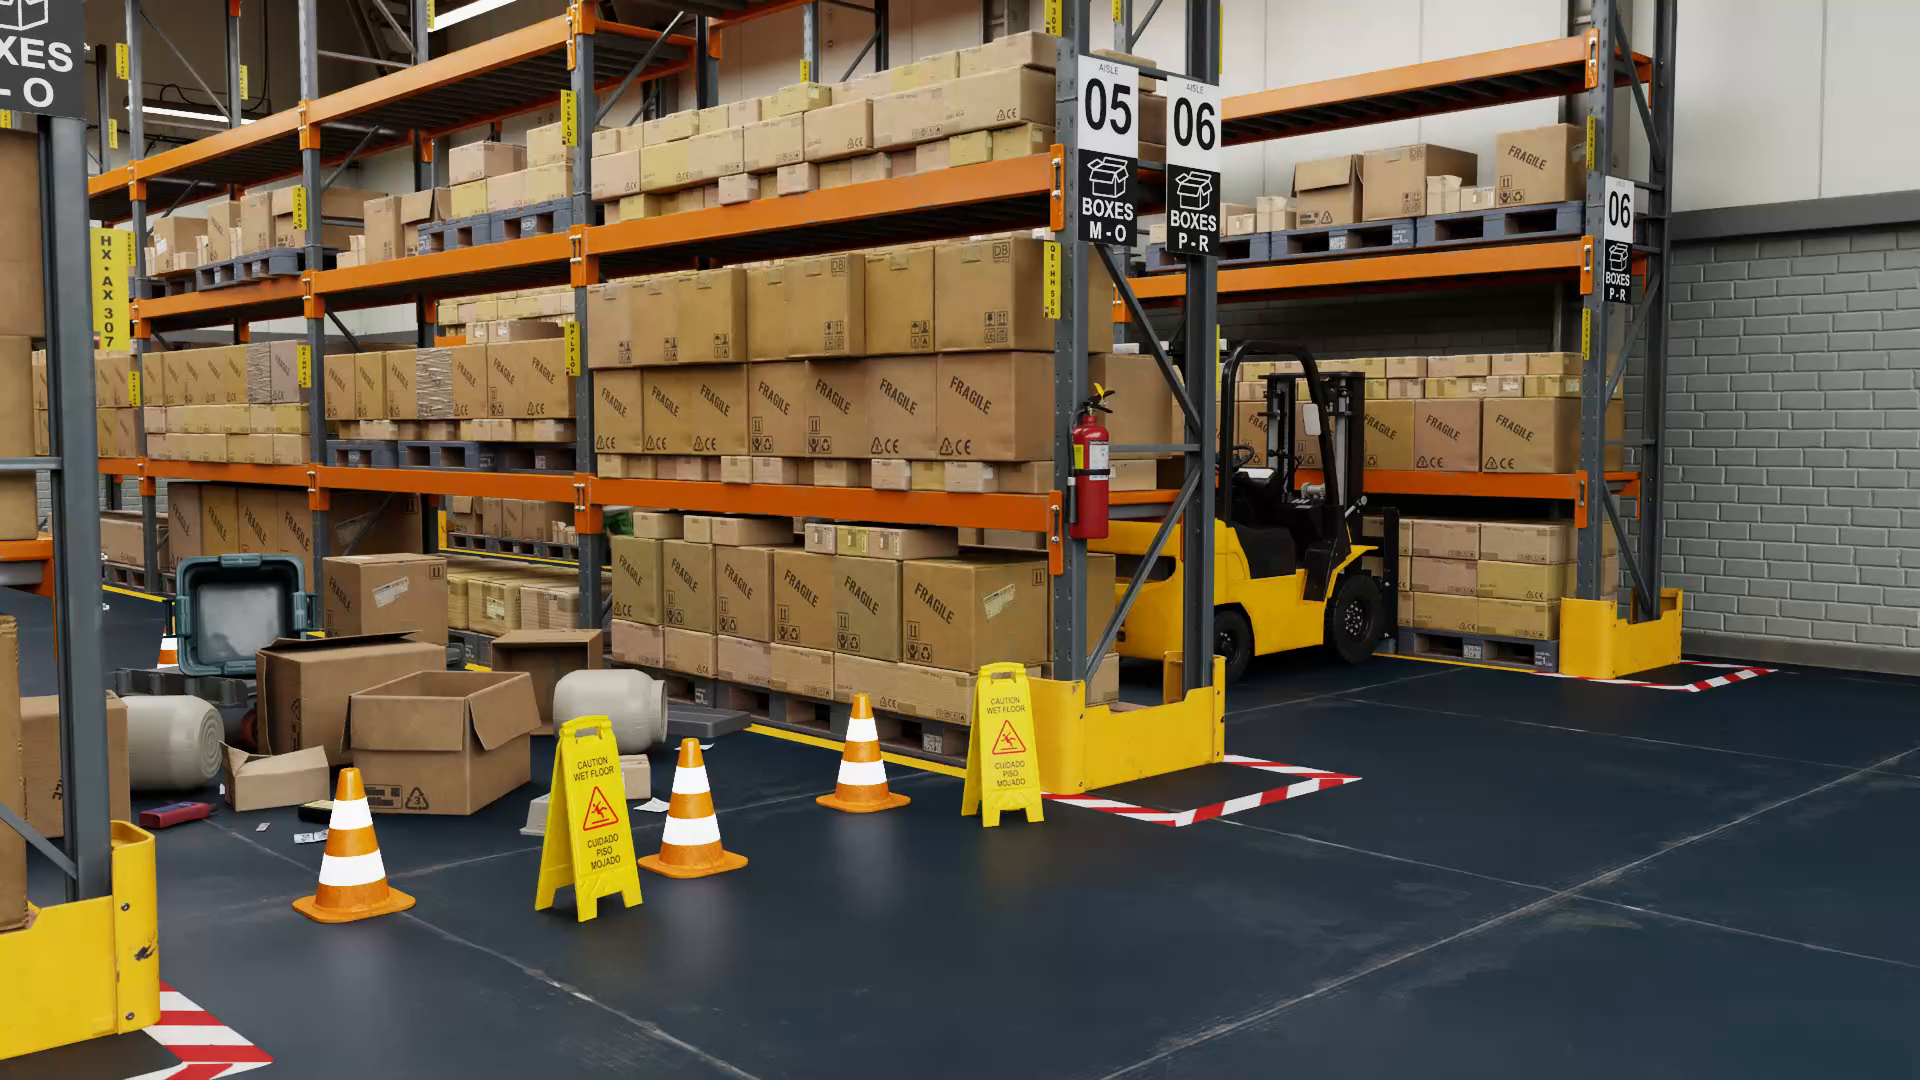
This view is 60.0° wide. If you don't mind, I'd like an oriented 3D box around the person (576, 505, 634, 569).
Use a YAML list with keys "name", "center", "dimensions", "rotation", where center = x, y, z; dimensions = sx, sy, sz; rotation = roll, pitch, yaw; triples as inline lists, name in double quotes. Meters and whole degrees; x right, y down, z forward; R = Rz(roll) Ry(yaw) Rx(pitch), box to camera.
- name: "person"
  center: [-3.072, -0.260, 14.412]
  dimensions: [0.527, 1.741, 1.045]
  rotation: [-3, 5, -42]
